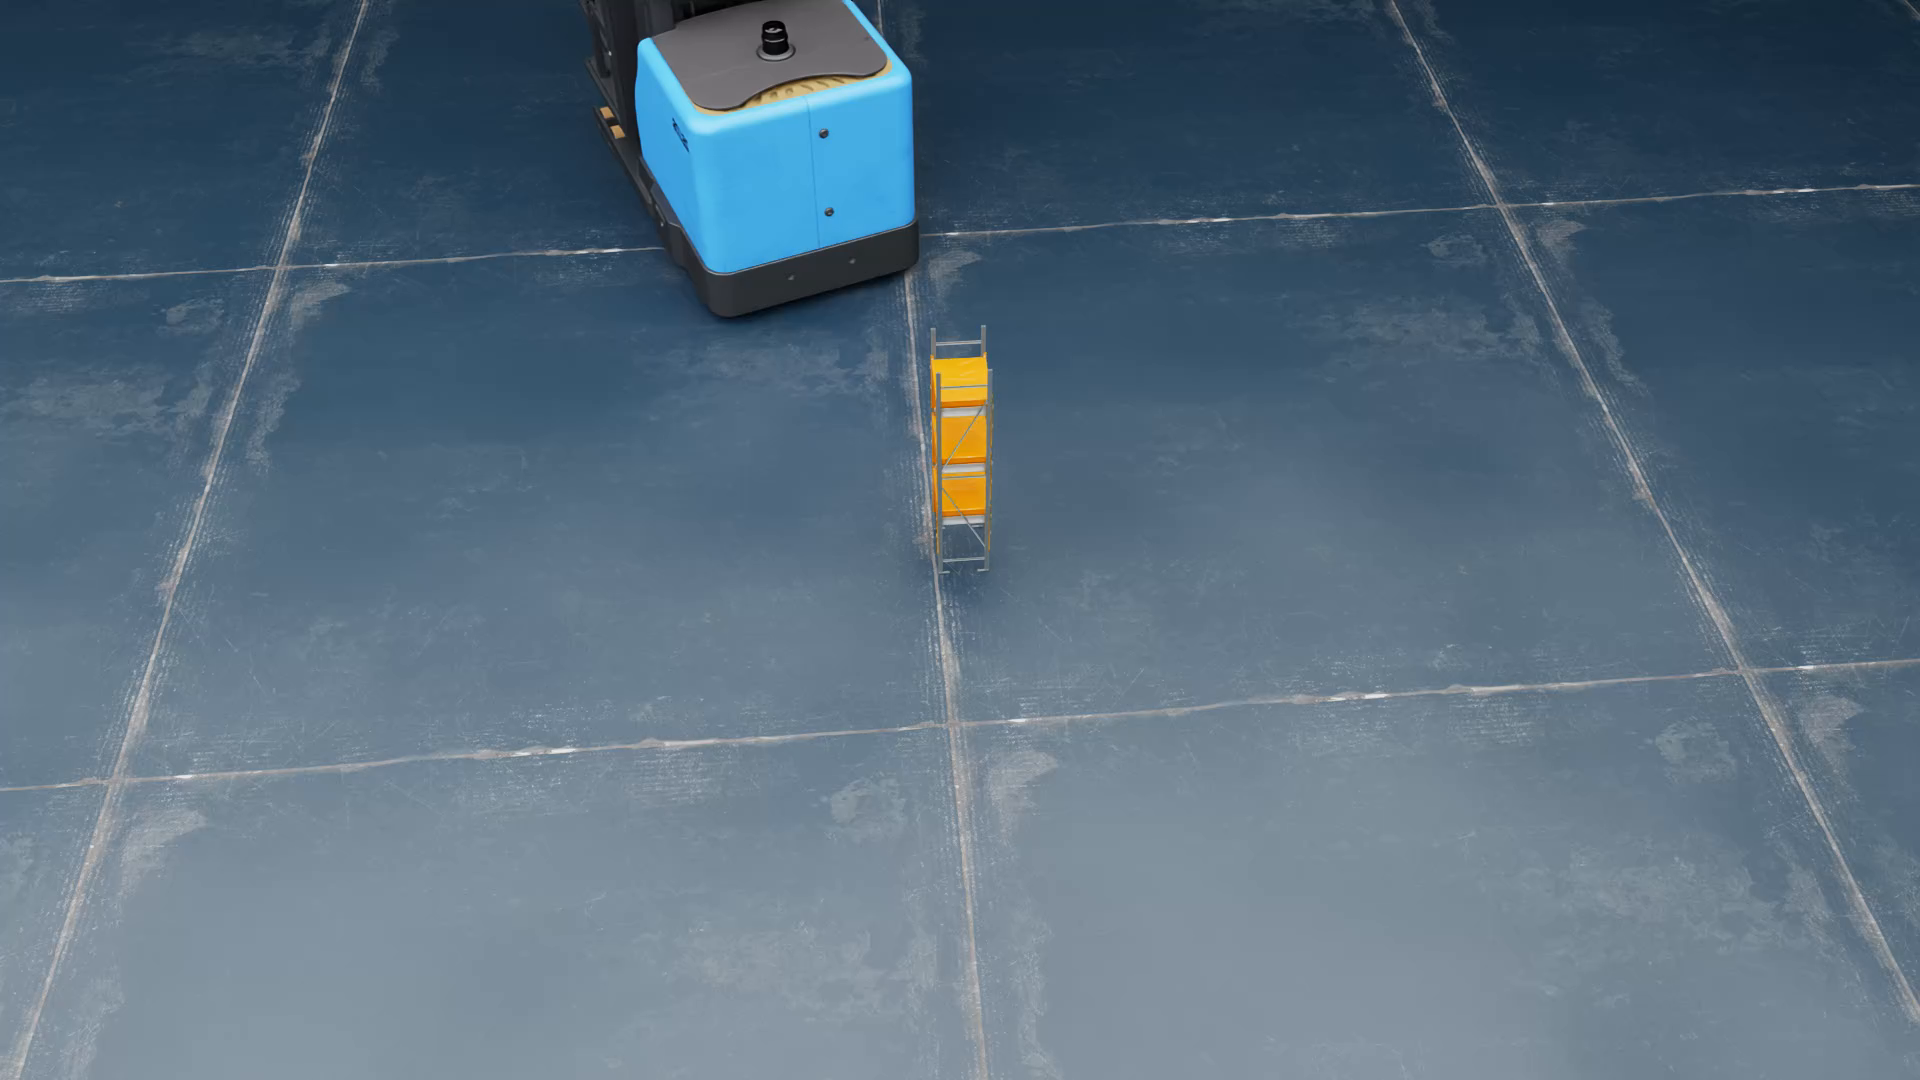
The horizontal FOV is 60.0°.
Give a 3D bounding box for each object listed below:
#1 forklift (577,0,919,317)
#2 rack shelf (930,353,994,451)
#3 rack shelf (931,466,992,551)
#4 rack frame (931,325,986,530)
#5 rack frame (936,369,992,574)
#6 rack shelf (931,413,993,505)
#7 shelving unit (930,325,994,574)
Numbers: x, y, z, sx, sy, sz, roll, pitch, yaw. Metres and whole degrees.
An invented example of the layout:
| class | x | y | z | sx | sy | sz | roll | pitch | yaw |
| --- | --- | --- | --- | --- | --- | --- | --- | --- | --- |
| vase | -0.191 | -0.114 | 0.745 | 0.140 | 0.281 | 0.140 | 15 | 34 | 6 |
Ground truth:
| class | x | y | z | sx | sy | sz | roll | pitch | yaw |
| --- | --- | --- | --- | --- | --- | --- | --- | --- | --- |
| forklift | -1.267 | -3.113 | 7.679 | 1.130 | 2.935 | 3.031 | -18 | 49 | -17 |
| rack shelf | 0.004 | -0.510 | 6.134 | 0.215 | 0.259 | 0.240 | -3 | 47 | -3 |
| rack shelf | 0.004 | -0.124 | 6.542 | 0.215 | 0.259 | 0.240 | -3 | 47 | -3 |
| rack frame | -0.006 | -0.411 | 6.416 | 0.200 | 1.050 | 0.008 | -3 | 47 | -3 |
| rack frame | 0.015 | -0.234 | 6.249 | 0.200 | 1.050 | 0.008 | -3 | 47 | -3 |
| rack shelf | 0.004 | -0.315 | 6.340 | 0.215 | 0.259 | 0.240 | -3 | 47 | -3 |
| shelving unit | 0.004 | -0.322 | 6.332 | 0.215 | 1.050 | 0.252 | -3 | 47 | -3 |
